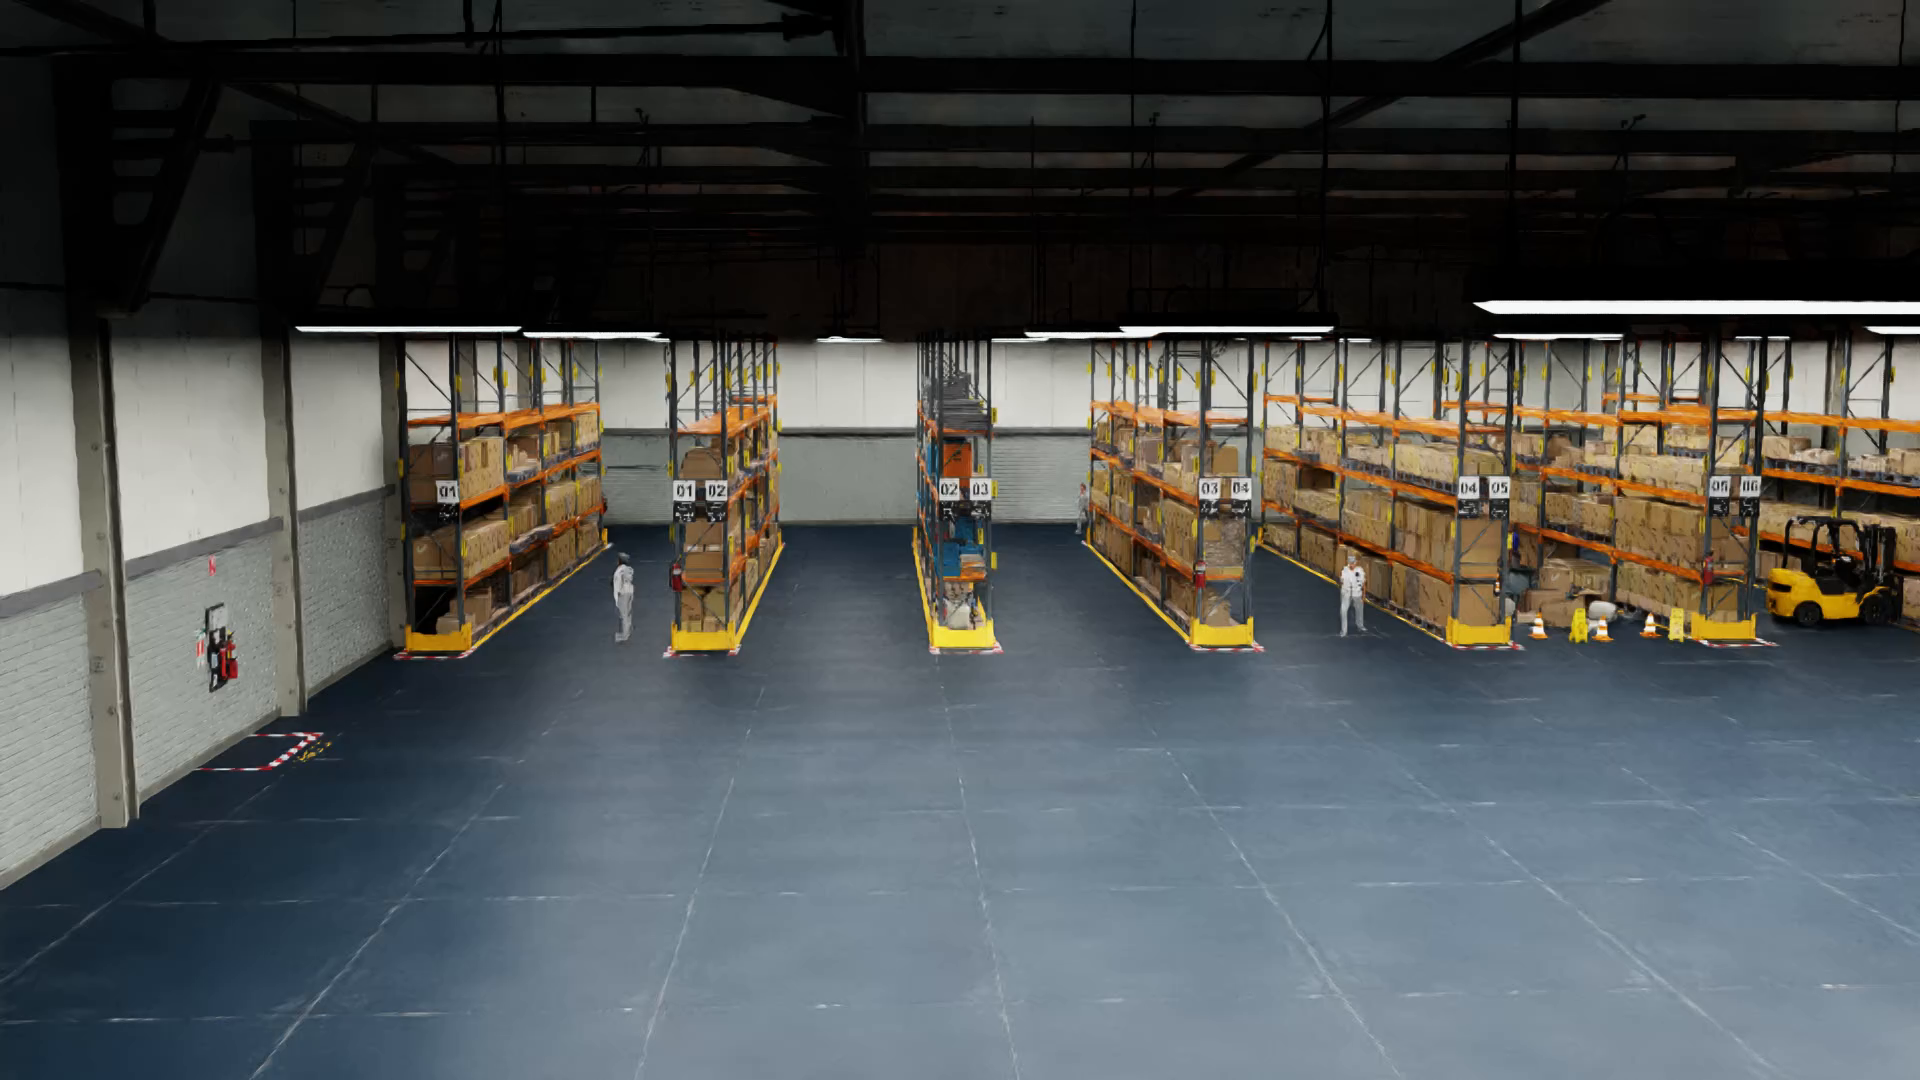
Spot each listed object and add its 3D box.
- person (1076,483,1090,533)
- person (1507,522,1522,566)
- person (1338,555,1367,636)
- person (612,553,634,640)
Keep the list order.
[{"bbox_3d":[3.778,-0.990,50.453,0.462,1.531,0.866,2,7,18],"label":"person"},{"bbox_3d":[12.618,0.415,38.000,0.549,1.653,0.573,3,7,25],"label":"person"},{"bbox_3d":[7.756,1.068,32.785,0.527,1.599,0.939,2,7,18],"label":"person"},{"bbox_3d":[-6.559,1.088,32.244,0.459,1.677,0.525,4,8,28],"label":"person"}]
